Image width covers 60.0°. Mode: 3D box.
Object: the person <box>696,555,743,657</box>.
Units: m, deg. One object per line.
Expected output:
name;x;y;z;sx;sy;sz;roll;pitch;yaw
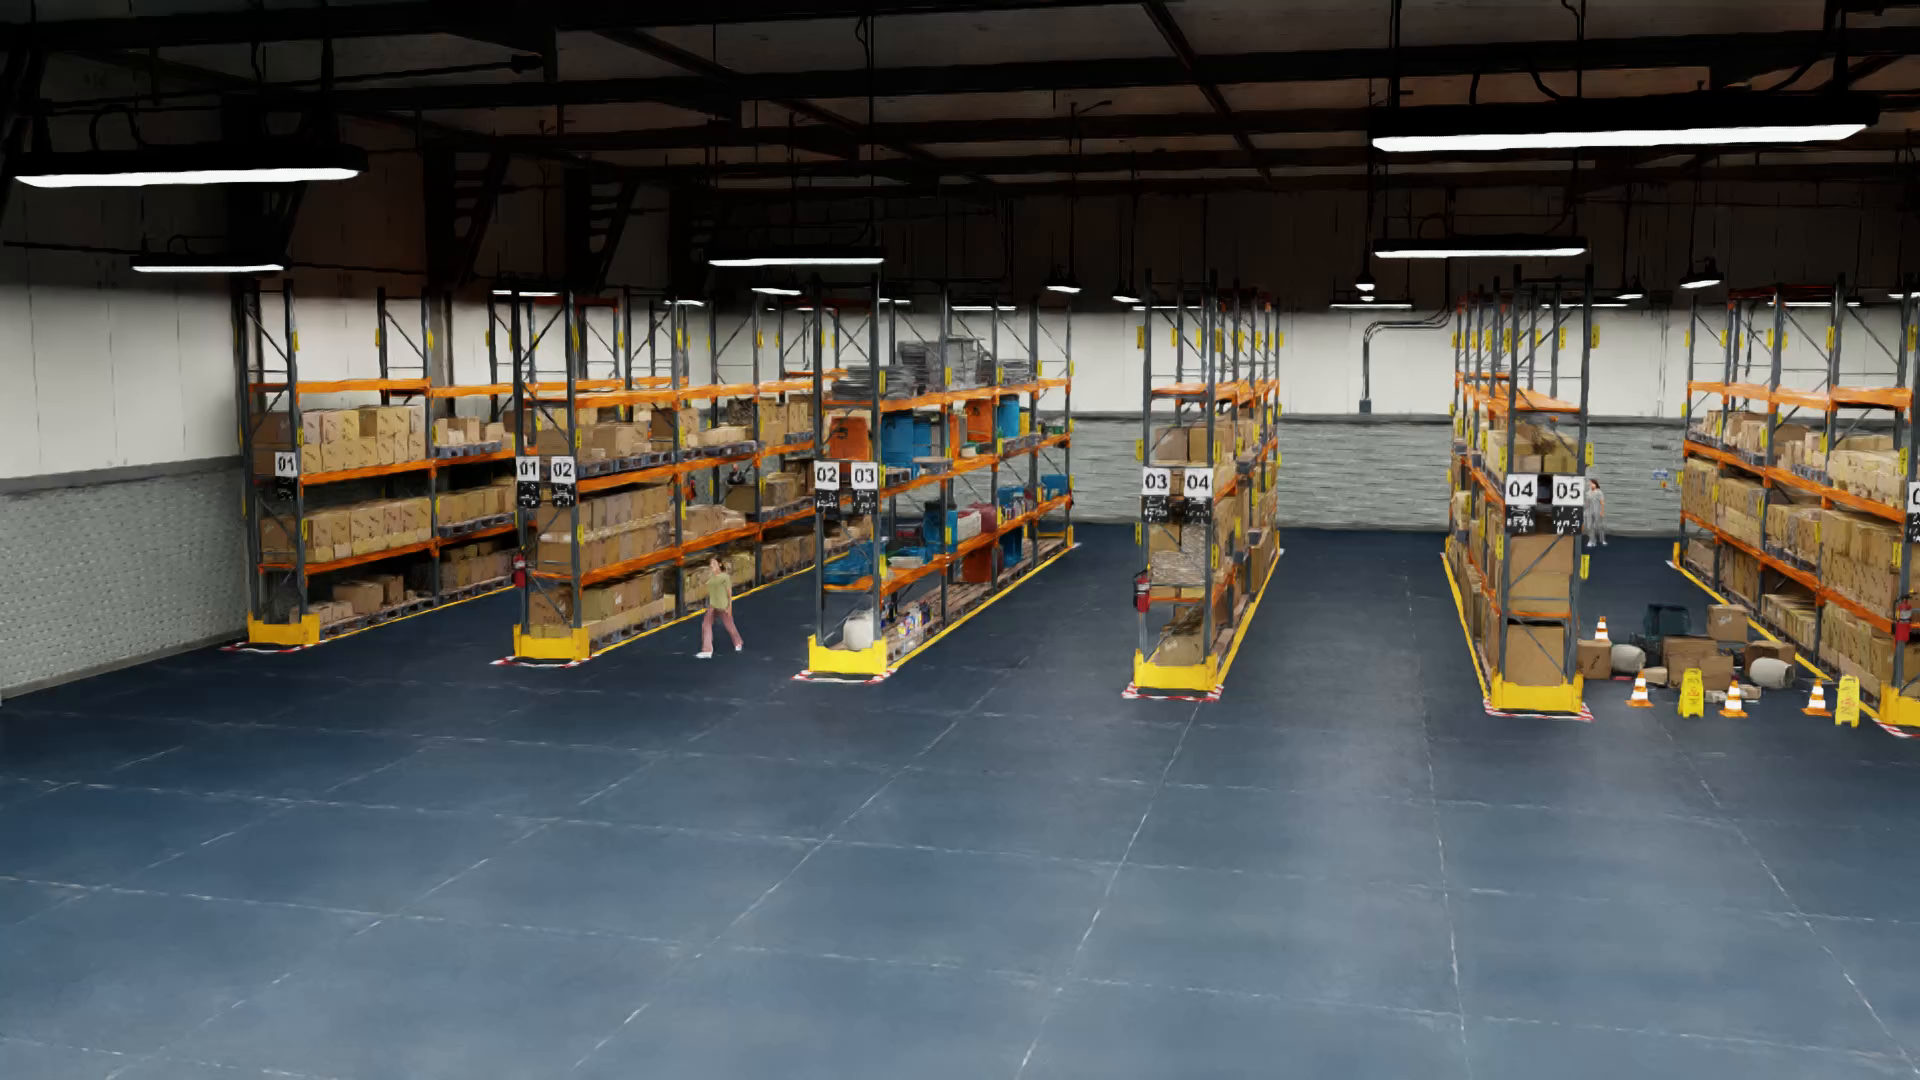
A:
person;-3.780;1.038;26.372;0.466;1.620;0.924;4;8;30

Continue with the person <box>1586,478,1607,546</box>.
person;15.571;-0.688;40.664;0.554;1.658;0.511;-6;9;-39

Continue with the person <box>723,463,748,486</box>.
person;-6.123;-1.287;45.557;0.683;1.662;0.836;0;7;-3
